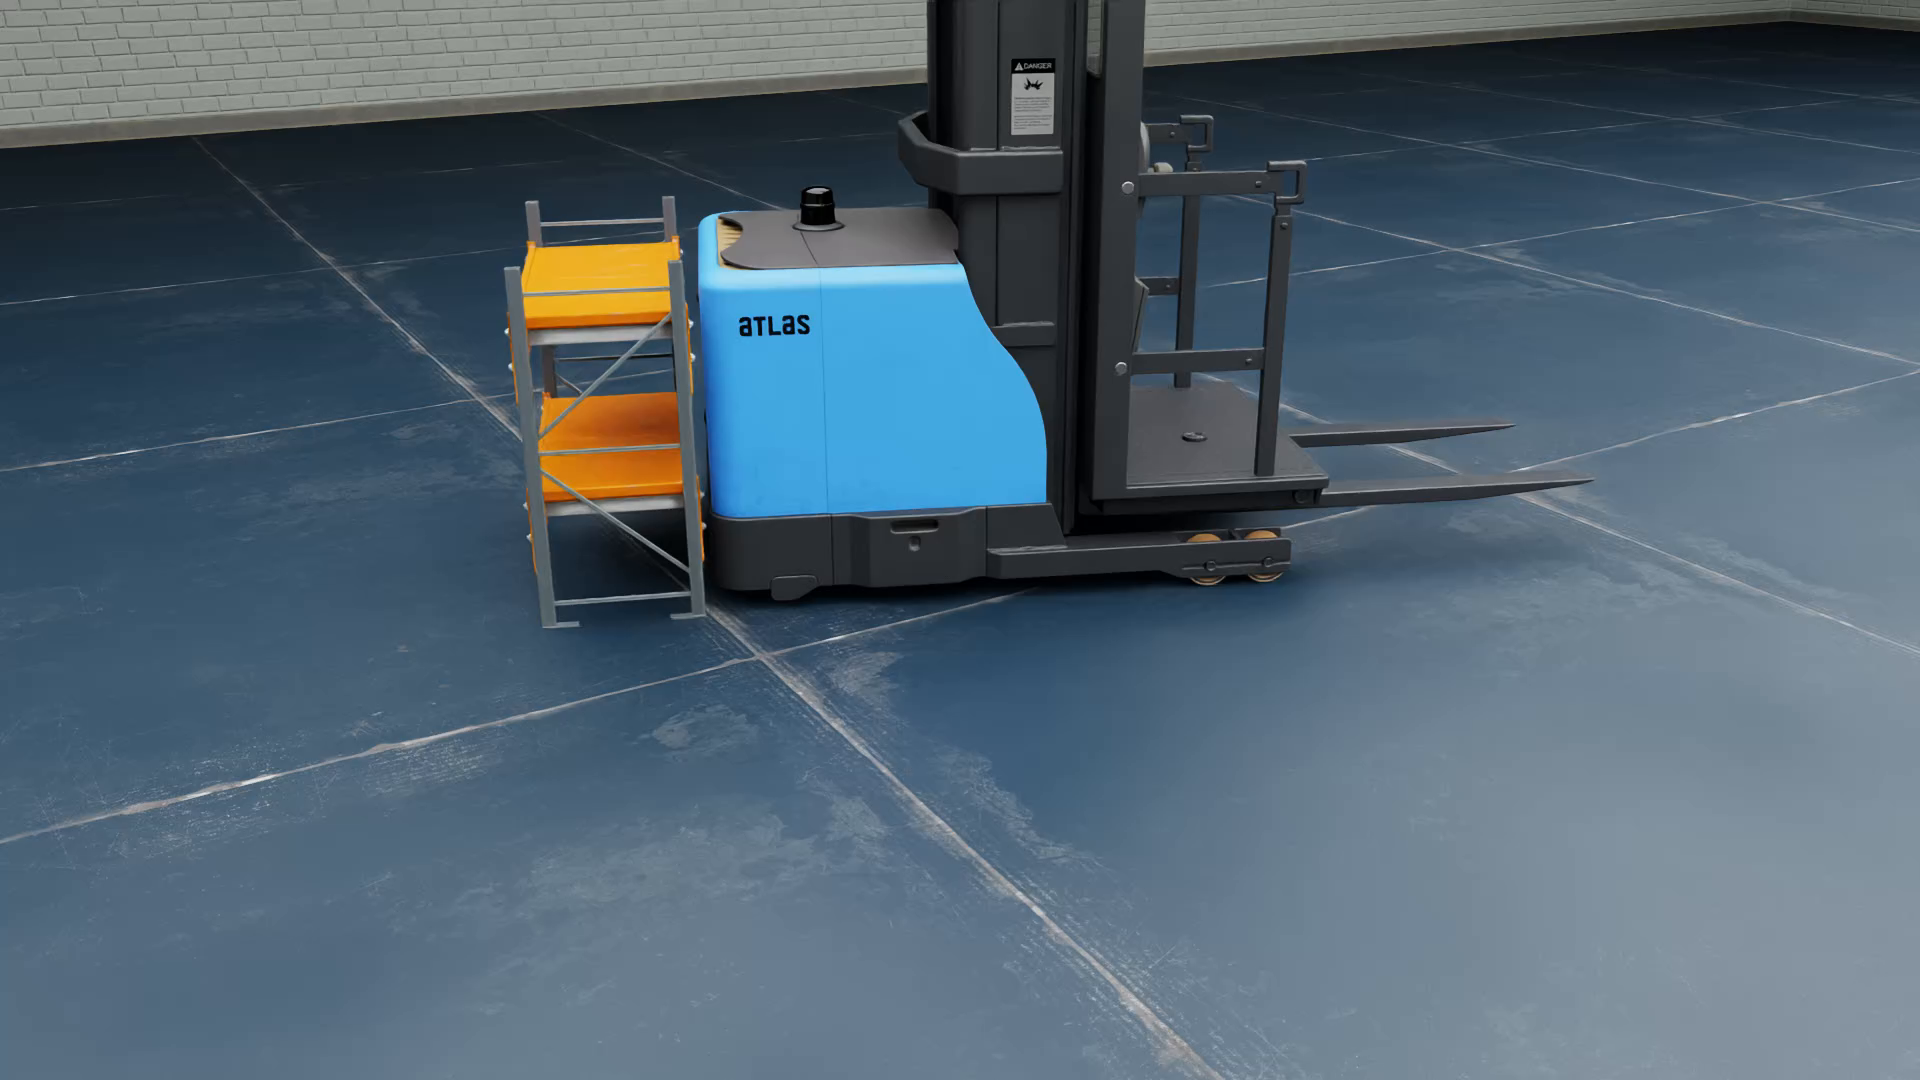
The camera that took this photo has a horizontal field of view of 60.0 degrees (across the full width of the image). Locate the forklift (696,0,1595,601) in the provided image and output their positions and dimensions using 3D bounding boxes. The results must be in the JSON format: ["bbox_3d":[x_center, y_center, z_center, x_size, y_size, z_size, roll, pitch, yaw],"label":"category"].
[{"bbox_3d":[0.647,-1.403,5.371,3.031,2.935,1.130,-3,22,-8],"label":"forklift"}]

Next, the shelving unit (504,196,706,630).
[{"bbox_3d":[-1.137,-0.455,5.436,0.538,1.125,1.048,-4,22,-9],"label":"shelving unit"}]

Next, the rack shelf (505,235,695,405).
[{"bbox_3d":[-1.138,-0.726,5.326,0.538,0.278,1.000,-4,22,-9],"label":"rack shelf"}]

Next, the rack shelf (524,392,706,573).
[{"bbox_3d":[-1.136,-0.229,5.528,0.538,0.278,1.000,-4,22,-9],"label":"rack shelf"}]

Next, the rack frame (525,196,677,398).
[{"bbox_3d":[-1.228,-0.644,5.899,0.500,1.125,0.032,-4,22,-9],"label":"rack frame"}]

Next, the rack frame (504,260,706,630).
[{"bbox_3d":[-1.046,-0.267,4.973,0.500,1.125,0.032,-4,22,-9],"label":"rack frame"}]
